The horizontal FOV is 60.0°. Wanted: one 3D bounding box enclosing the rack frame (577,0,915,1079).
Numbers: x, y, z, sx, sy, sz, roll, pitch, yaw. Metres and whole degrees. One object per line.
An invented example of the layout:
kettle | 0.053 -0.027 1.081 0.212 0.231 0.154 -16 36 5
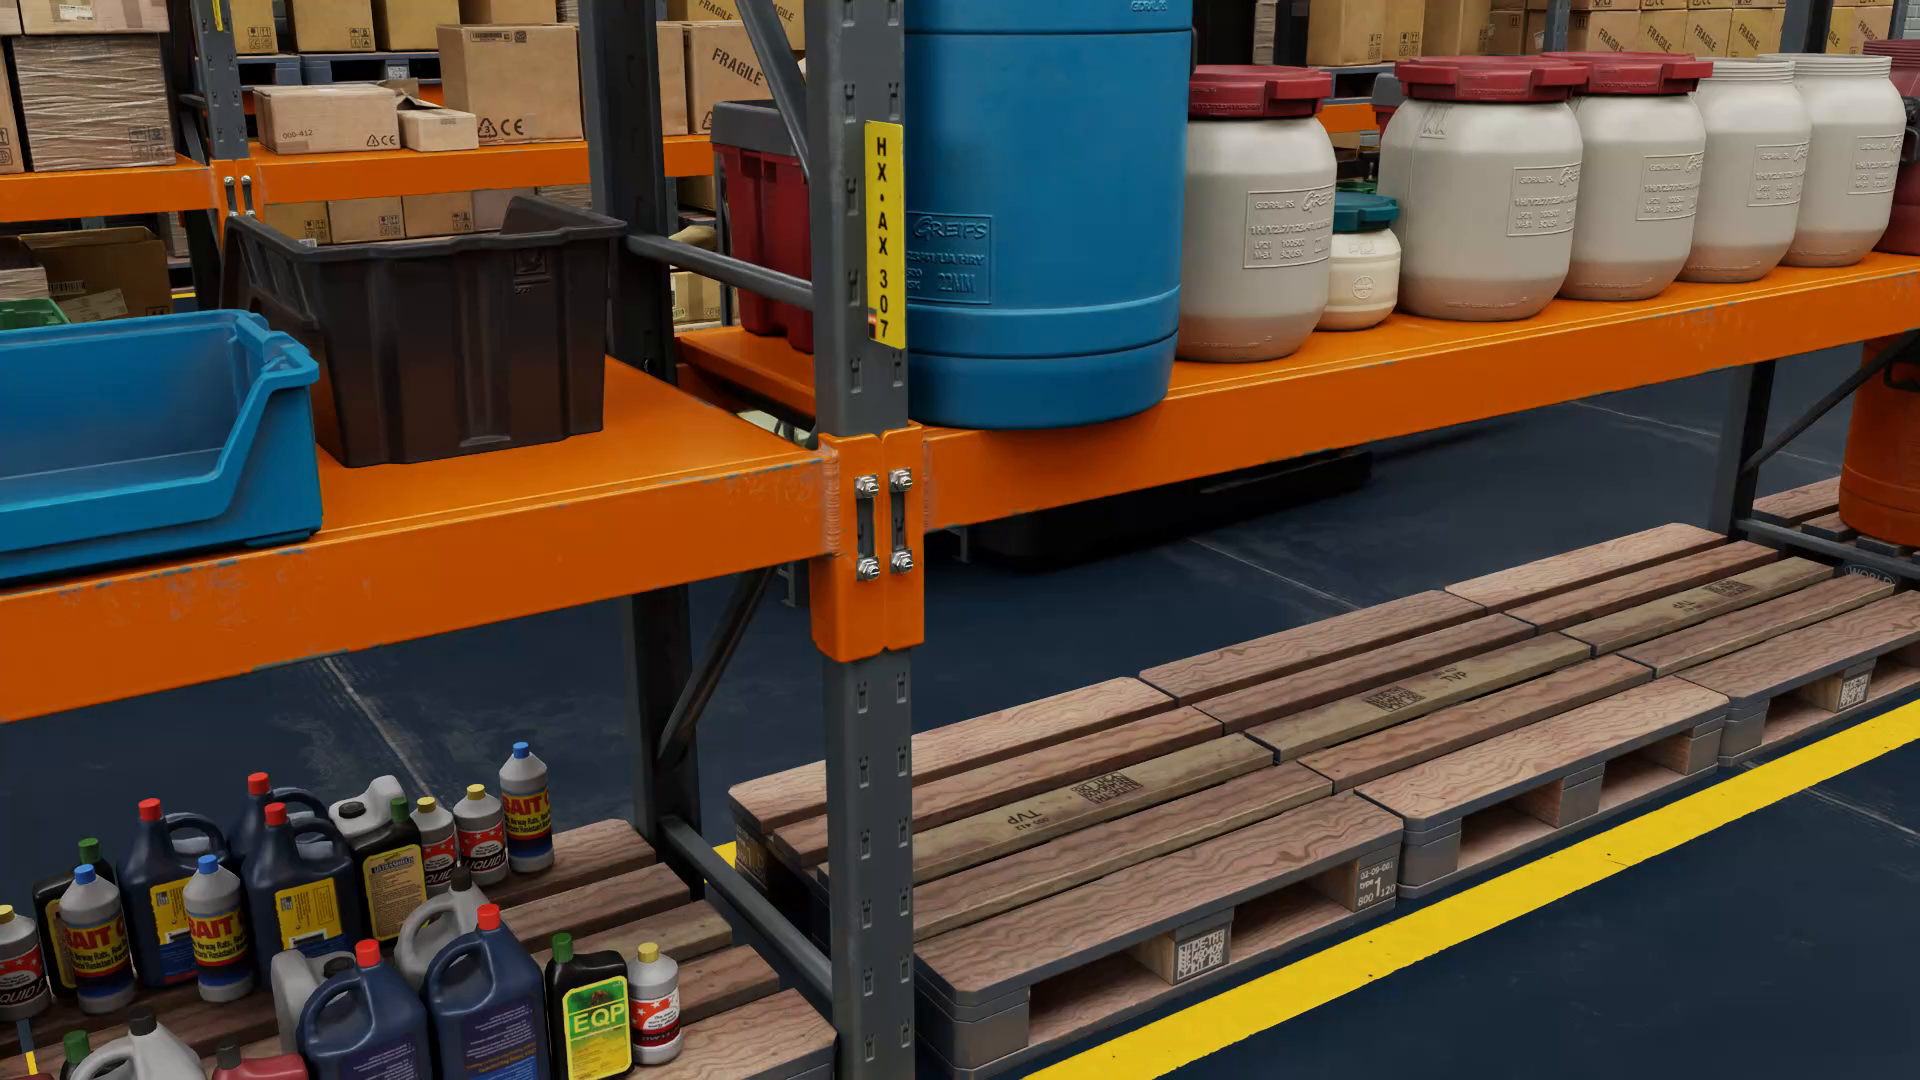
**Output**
rack frame | -0.404 -0.469 2.947 0.127 3.000 1.000 -12 22 -31

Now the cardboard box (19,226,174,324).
cardboard box | -3.685 -1.048 7.127 0.500 0.500 0.500 -12 22 -31

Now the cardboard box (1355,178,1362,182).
cardboard box | 2.579 -2.111 11.020 0.500 0.500 0.500 -12 22 -31

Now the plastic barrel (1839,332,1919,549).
plastic barrel | 3.336 -0.435 5.580 0.708 0.830 0.600 -12 22 -31

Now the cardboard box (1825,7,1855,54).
cardboard box | 6.241 -3.711 12.382 0.500 0.500 0.500 -12 22 -31

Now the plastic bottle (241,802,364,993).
plastic bottle | -1.227 0.648 3.094 0.185 0.351 0.144 -12 22 -31

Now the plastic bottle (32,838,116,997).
plastic bottle | -1.625 0.692 3.068 0.133 0.283 0.061 -11 21 -29

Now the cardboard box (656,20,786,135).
cardboard box | -1.177 -2.246 8.049 0.500 0.500 0.500 -13 23 -34

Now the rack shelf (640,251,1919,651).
rack shelf | 1.266 -0.480 4.104 4.000 0.370 1.077 -12 22 -31

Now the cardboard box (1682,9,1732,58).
cardboard box | 4.976 -3.446 11.598 0.500 0.500 0.500 -12 22 -32

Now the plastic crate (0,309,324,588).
plastic crate | -1.179 -0.130 2.179 0.616 0.251 0.499 -12 22 -31

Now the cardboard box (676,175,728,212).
cardboard box | -1.826 -3.098 13.426 0.750 0.750 0.750 -12 22 -32

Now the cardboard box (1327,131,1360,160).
cardboard box | 3.639 -4.097 16.927 0.500 0.500 0.700 -12 22 -31

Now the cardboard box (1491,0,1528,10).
cardboard box | 3.836 -3.883 11.328 0.500 0.500 0.500 -12 22 -31

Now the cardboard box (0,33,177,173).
cardboard box | -3.493 -1.762 6.616 0.500 0.500 0.700 -13 22 -33

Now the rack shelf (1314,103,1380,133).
rack shelf | 1.886 -2.510 10.109 4.000 0.370 1.077 -12 22 -31

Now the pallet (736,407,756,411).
pallet | -1.512 -0.830 8.369 1.213 0.211 1.003 -12 22 -31

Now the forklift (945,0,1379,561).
forklift | 1.080 -1.677 6.628 3.031 2.935 1.130 -14 23 -36

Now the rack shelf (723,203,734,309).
rack shelf | -0.379 -0.972 5.559 0.720 0.370 0.431 -14 23 -36

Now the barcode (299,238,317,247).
barcode | -2.683 -1.207 6.848 0.075 0.075 0.001 -12 22 -31

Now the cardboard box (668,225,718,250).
cardboard box | -1.245 -1.463 8.651 0.500 0.311 0.500 -13 22 -33

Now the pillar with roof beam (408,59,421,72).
pillar with roof beam | -1.706 -5.516 8.510 0.400 9.000 9.100 -12 22 -31

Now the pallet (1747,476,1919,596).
pallet | 3.572 -0.002 5.921 1.213 0.211 1.003 -12 22 -31

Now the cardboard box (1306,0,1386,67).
cardboard box | 2.114 -3.122 9.983 0.700 0.500 0.500 16 24 39

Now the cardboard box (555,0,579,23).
cardboard box | -2.899 -3.993 12.530 0.500 0.500 0.700 -15 24 -38

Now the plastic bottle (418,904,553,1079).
plastic bottle | -0.784 0.768 2.737 0.185 0.351 0.144 -13 22 -33

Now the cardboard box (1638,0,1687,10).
cardboard box | 4.535 -3.823 11.152 0.500 0.500 0.500 -13 22 -33

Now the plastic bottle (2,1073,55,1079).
plastic bottle | -1.411 0.890 2.482 0.133 0.283 0.061 -12 22 -31

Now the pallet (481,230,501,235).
pallet | -3.166 -2.365 12.910 1.213 0.211 1.003 -12 22 -31

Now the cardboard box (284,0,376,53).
cardboard box | -4.406 -3.676 11.590 0.500 0.500 0.700 -9 21 -24

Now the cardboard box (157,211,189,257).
cardboard box | -5.247 -2.277 11.512 0.500 0.500 0.700 -11 22 -30

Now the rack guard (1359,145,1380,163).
rack guard | 4.189 -4.052 17.450 0.348 0.500 1.175 -12 22 -31

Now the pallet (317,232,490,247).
pallet | -4.184 -2.151 12.278 1.213 0.211 1.003 -12 22 -31

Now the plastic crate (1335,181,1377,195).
plastic crate | 0.895 -0.750 4.112 0.662 0.188 0.450 -12 22 -31

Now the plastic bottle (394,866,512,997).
plastic bottle | -0.863 0.730 2.851 0.185 0.351 0.144 -12 22 -31

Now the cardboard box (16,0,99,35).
cardboard box | -3.442 -2.001 6.310 0.250 0.149 0.380 -12 22 -33

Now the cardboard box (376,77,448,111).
cardboard box | -2.492 -1.934 7.493 0.258 0.266 0.396 -13 22 -33

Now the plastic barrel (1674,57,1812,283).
plastic barrel | 1.843 -0.914 4.089 0.421 0.512 0.421 0 19 0

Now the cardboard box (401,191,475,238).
cardboard box | -3.979 -2.552 12.325 0.500 0.500 0.700 -12 22 -32

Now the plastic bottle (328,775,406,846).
plastic bottle | -1.167 0.617 3.303 0.135 0.276 0.152 -11 22 -29

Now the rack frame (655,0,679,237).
rack frame | -2.512 -3.823 12.869 0.127 3.000 1.000 -12 22 -31

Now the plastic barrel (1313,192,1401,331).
plastic barrel | 0.785 -0.595 3.537 0.301 0.262 0.301 0 19 0

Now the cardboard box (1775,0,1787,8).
cardboard box | 5.824 -4.095 11.957 0.500 0.500 0.500 -11 22 -30

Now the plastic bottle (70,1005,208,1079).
plastic bottle | -1.214 0.859 2.469 0.185 0.351 0.144 -12 22 -32

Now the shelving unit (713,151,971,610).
shelving unit | -0.379 -0.602 5.684 0.755 1.500 0.431 -14 23 -36

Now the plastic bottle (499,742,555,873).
plastic bottle | -0.912 0.554 3.494 0.097 0.271 0.097 0 19 0

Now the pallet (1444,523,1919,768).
pallet | 2.268 0.274 5.105 1.213 0.211 1.003 -12 22 -31

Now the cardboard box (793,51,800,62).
cardboard box | -1.484 -3.853 13.319 0.250 0.149 0.380 -12 22 -32
